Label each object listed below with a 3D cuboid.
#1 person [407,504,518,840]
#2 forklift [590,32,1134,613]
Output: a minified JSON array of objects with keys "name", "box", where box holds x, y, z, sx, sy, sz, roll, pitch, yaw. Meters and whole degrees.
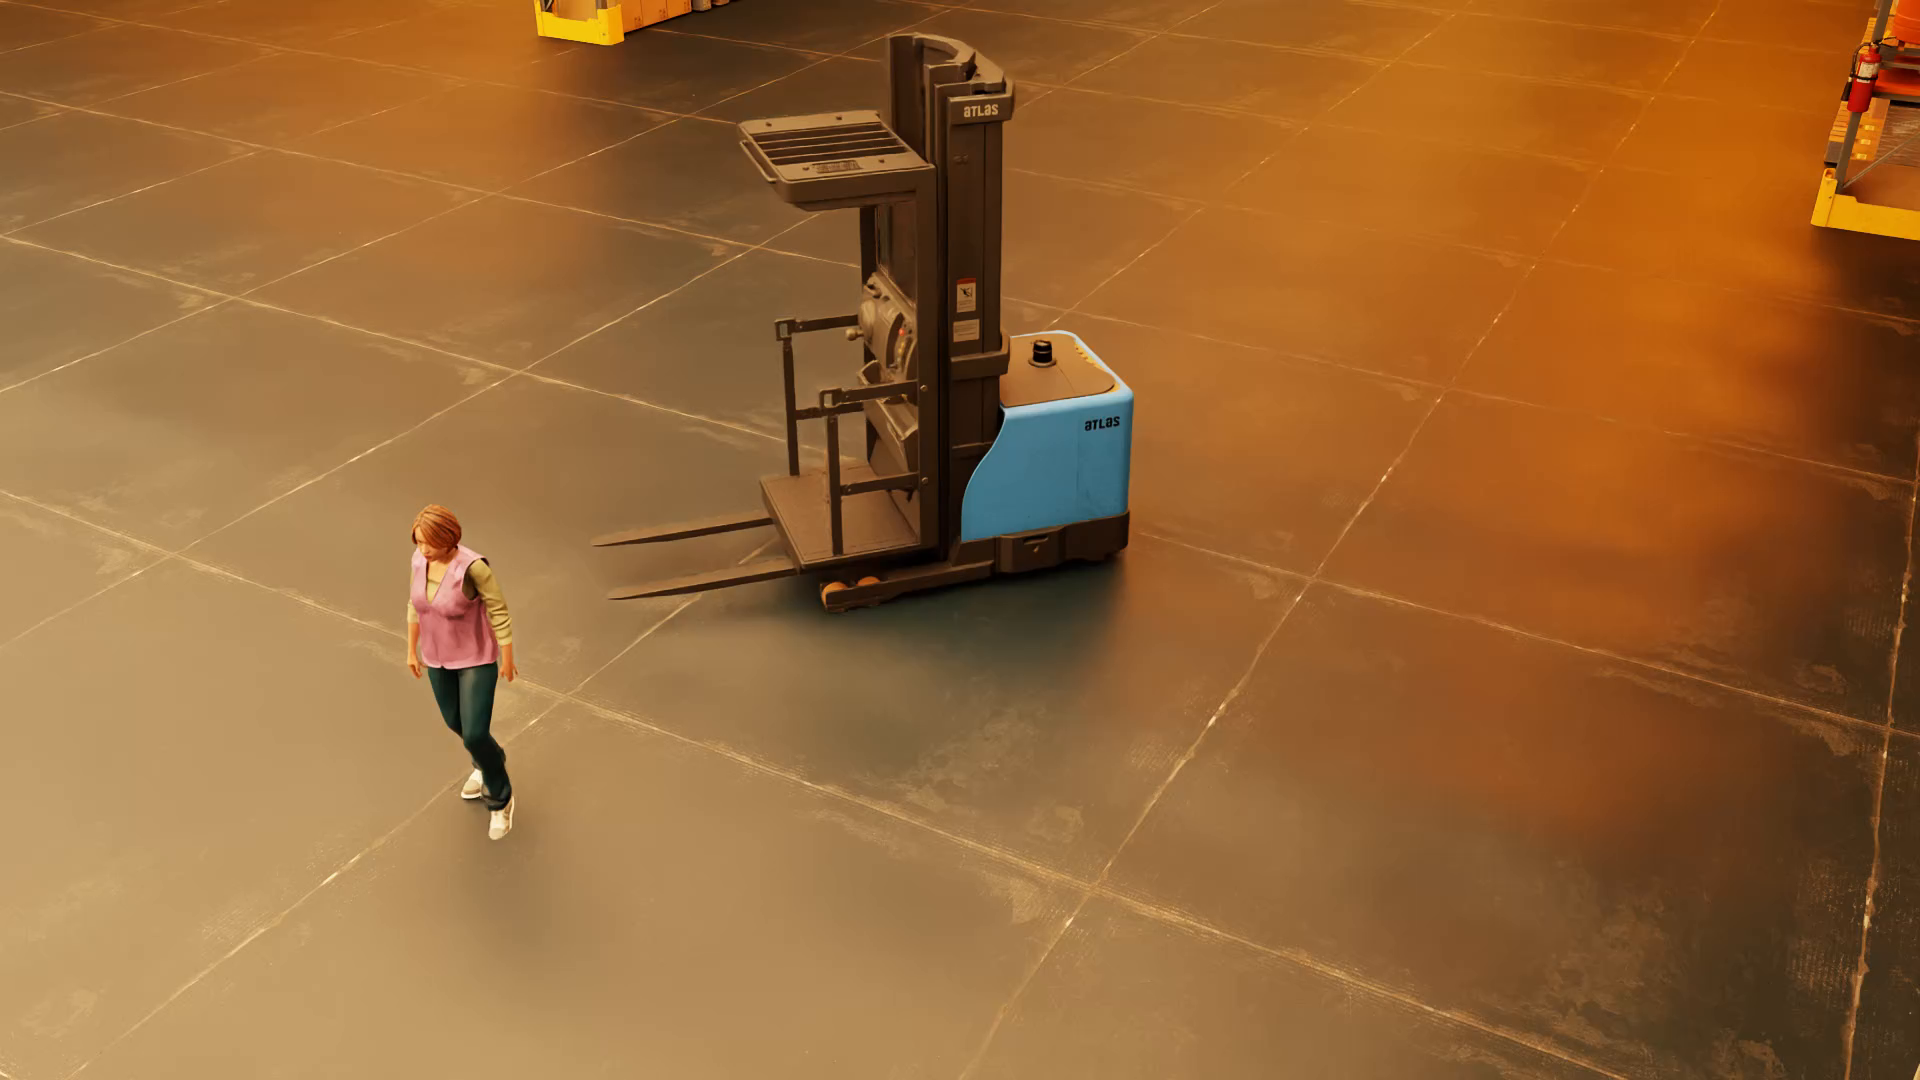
[{"name":"person","box":[-2.257,0.568,7.495,0.510,1.628,0.482,11,32,19]},{"name":"forklift","box":[-0.584,-1.160,9.080,3.031,2.935,1.130,-10,31,-16]}]
